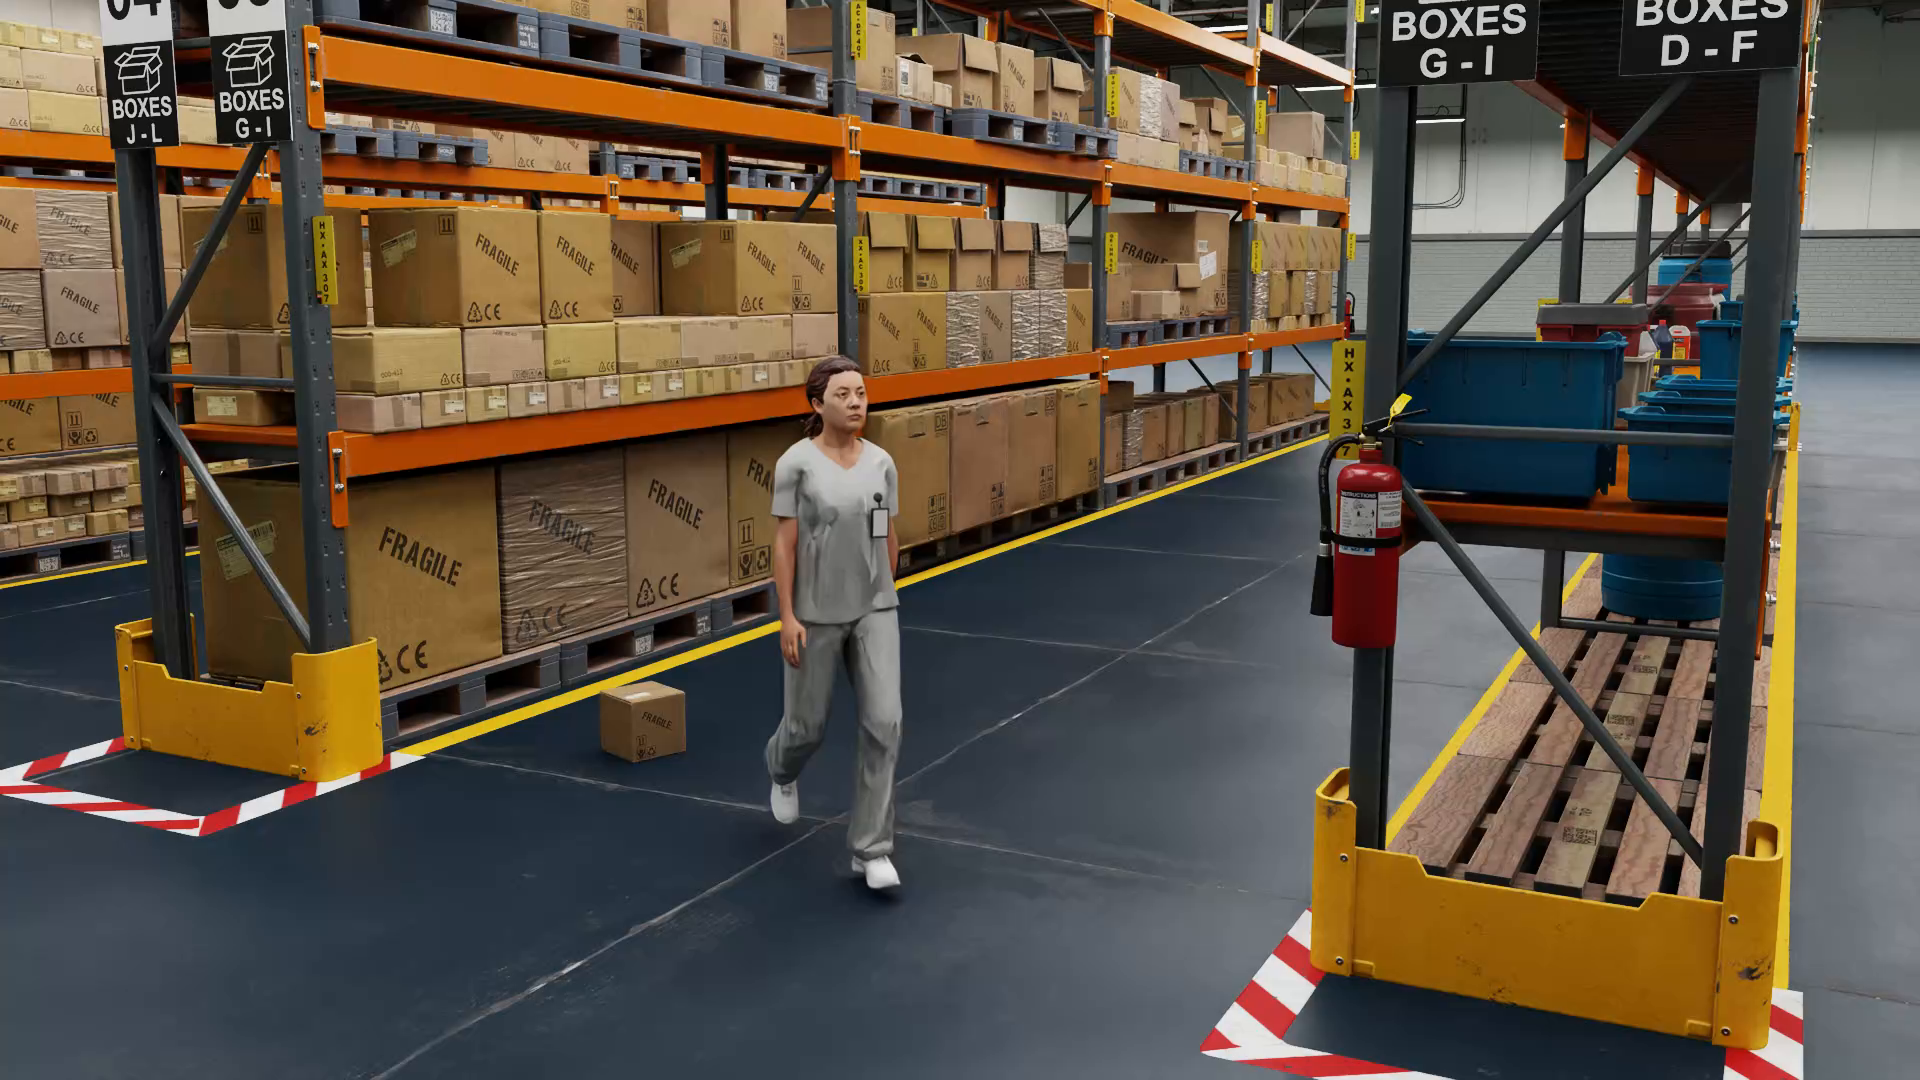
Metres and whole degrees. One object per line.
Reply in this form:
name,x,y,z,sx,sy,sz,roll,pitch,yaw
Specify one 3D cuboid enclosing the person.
person,-0.397,0.231,5.355,0.438,1.640,0.823,-3,10,-20
